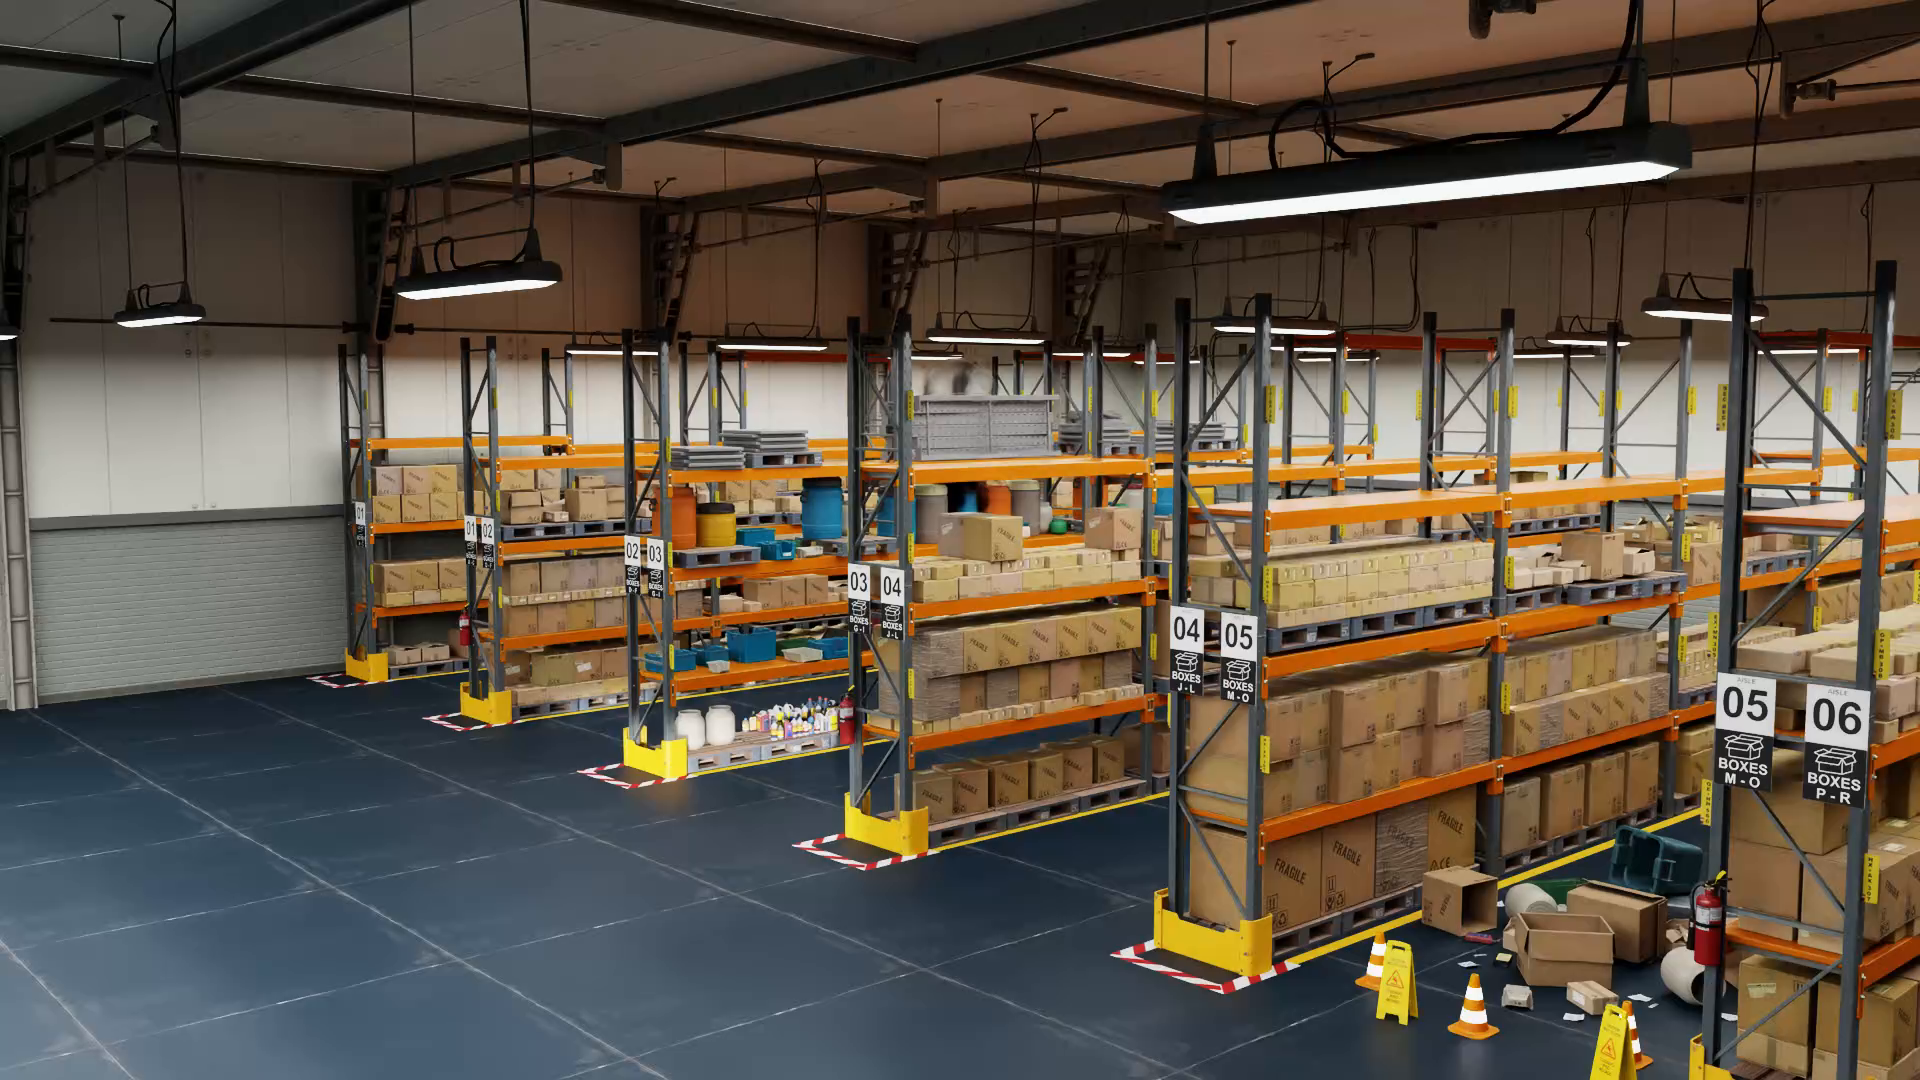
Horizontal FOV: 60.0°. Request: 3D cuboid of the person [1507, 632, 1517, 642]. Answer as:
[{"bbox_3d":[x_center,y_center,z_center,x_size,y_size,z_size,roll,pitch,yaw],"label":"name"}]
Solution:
[{"bbox_3d":[8.151,2.116,24.644,0.674,1.682,0.782,5,7,44],"label":"person"}]
